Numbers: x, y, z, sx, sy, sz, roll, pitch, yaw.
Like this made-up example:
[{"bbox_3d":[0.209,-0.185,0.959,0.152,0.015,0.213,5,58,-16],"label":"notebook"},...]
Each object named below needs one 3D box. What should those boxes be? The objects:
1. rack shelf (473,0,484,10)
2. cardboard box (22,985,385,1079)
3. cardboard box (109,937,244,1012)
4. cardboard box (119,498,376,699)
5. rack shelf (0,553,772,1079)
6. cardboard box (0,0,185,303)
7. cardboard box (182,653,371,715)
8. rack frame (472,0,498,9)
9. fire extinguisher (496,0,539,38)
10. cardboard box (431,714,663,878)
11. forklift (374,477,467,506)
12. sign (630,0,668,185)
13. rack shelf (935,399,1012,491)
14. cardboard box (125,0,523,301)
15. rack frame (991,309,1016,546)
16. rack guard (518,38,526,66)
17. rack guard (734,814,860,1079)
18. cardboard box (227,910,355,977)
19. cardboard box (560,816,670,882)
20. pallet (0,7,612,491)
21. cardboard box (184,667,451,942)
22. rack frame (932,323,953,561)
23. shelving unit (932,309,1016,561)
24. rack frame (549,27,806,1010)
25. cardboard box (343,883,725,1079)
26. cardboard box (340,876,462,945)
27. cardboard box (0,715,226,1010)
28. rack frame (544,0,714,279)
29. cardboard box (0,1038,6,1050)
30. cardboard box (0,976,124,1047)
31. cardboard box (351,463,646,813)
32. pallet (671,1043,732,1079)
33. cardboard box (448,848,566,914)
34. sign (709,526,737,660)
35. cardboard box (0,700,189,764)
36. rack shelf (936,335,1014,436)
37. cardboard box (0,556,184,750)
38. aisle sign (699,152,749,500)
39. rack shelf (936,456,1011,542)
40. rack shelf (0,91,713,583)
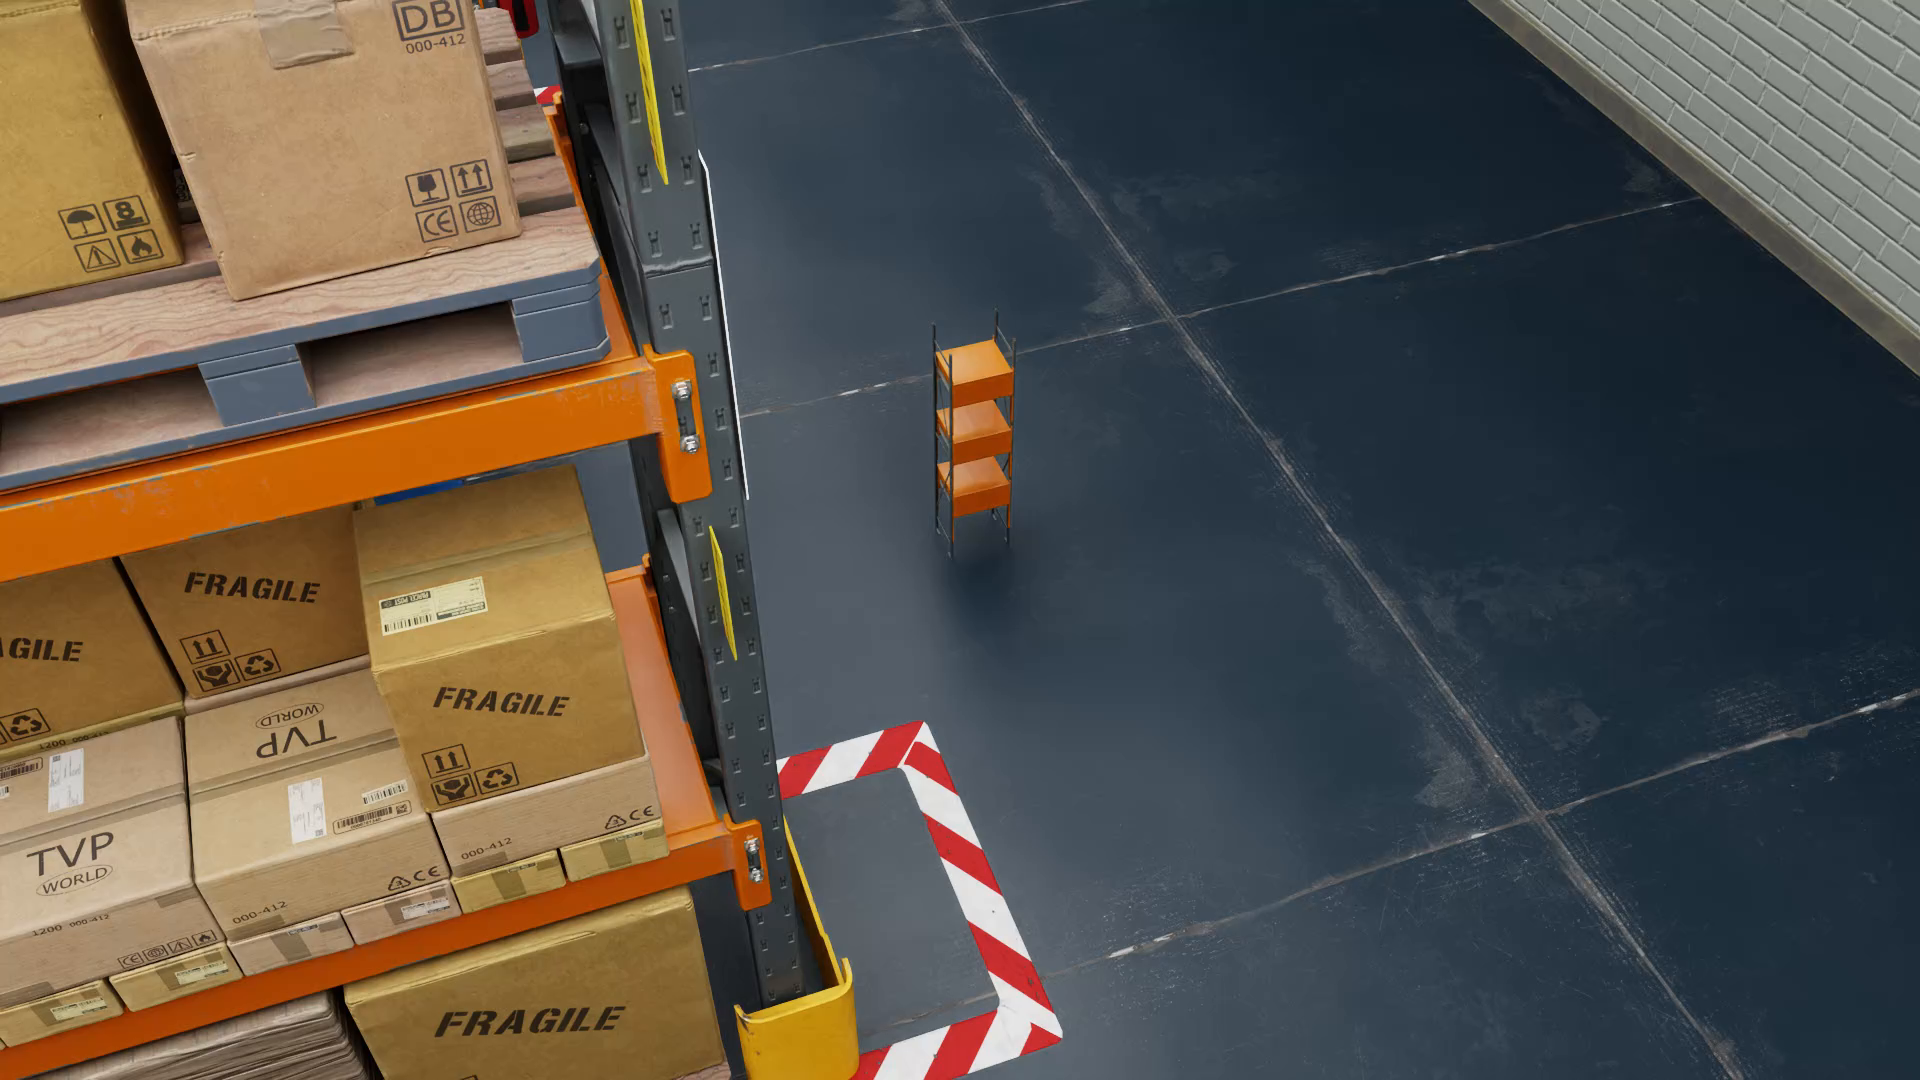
[{"bbox_3d":[-4.237,-2.322,7.455,4.000,0.370,1.077,-14,47,-14],"label":"rack shelf"},{"bbox_3d":[-2.105,1.270,4.570,0.875,0.875,0.875,-14,47,-14],"label":"cardboard box"},{"bbox_3d":[-1.858,0.883,3.930,0.250,0.149,0.380,-15,47,-15],"label":"cardboard box"},{"bbox_3d":[-1.688,-0.019,4.017,0.500,0.500,0.500,-15,47,-15],"label":"cardboard box"},{"bbox_3d":[-2.556,0.977,4.166,4.000,0.370,1.077,-14,47,-14],"label":"rack shelf"},{"bbox_3d":[-1.716,-0.820,2.894,0.500,0.500,0.700,-16,47,-15],"label":"cardboard box"},{"bbox_3d":[-1.704,0.255,4.274,0.500,0.250,0.500,-15,47,-14],"label":"cardboard box"},{"bbox_3d":[-2.356,-3.057,7.679,0.127,3.000,1.000,-14,47,-14],"label":"rack frame"},{"bbox_3d":[-2.060,-2.632,7.573,0.183,0.674,0.296,-14,47,-14],"label":"fire extinguisher"},{"bbox_3d":[-1.040,0.484,4.046,0.500,0.250,0.500,-15,47,-14],"label":"cardboard box"},{"bbox_3d":[-3.424,-0.771,5.450,3.031,2.935,1.130,-16,47,-15],"label":"forklift"},{"bbox_3d":[-0.503,-0.736,2.679,0.005,0.325,0.100,-14,47,-14],"label":"sign"},{"bbox_3d":[0.050,-0.376,6.398,0.240,0.259,0.215,-14,47,-14],"label":"rack shelf"},{"bbox_3d":[-1.145,-0.875,2.949,0.500,0.500,0.700,-17,48,-16],"label":"cardboard box"},{"bbox_3d":[0.165,-0.413,6.420,0.008,1.050,0.200,-14,47,-14],"label":"rack frame"},{"bbox_3d":[-2.338,-2.189,8.579,0.348,0.500,1.175,-14,47,-14],"label":"rack guard"},{"bbox_3d":[-0.652,1.119,5.282,0.348,0.500,1.175,-14,47,-14],"label":"rack guard"},{"bbox_3d":[-1.614,0.819,3.993,0.250,0.149,0.380,-14,47,-13],"label":"cardboard box"},{"bbox_3d":[-0.898,0.636,4.176,0.250,0.149,0.380,-14,47,-13],"label":"cardboard box"},{"bbox_3d":[-1.369,-0.600,3.175,1.213,0.211,1.003,-14,47,-14],"label":"pallet"},{"bbox_3d":[-1.518,0.605,3.925,0.500,0.250,0.500,-15,47,-15],"label":"cardboard box"},{"bbox_3d":[-0.064,-0.354,6.362,0.008,1.050,0.200,-14,47,-14],"label":"rack frame"},{"bbox_3d":[0.050,-0.383,6.391,0.252,1.050,0.215,-14,47,-14],"label":"shelving unit"},{"bbox_3d":[-0.674,0.242,4.391,0.127,3.000,1.000,-14,47,-14],"label":"rack frame"},{"bbox_3d":[-1.249,1.051,4.788,0.875,0.875,0.875,-14,47,-14],"label":"cardboard box"},{"bbox_3d":[-1.379,0.760,4.053,0.250,0.149,0.380,-14,47,-14],"label":"cardboard box"},{"bbox_3d":[-1.996,0.728,3.803,0.500,0.250,0.500,-16,47,-15],"label":"cardboard box"},{"bbox_3d":[-0.674,-1.875,2.266,0.127,3.000,1.000,-14,47,-14],"label":"rack frame"},{"bbox_3d":[-2.335,1.003,3.810,0.250,0.149,0.380,-13,47,-13],"label":"cardboard box"},{"bbox_3d":[-2.102,0.945,3.867,0.250,0.149,0.380,-14,47,-14],"label":"cardboard box"},{"bbox_3d":[-1.043,0.218,3.782,0.500,0.500,0.500,-14,47,-13],"label":"cardboard box"},{"bbox_3d":[-1.400,1.471,5.135,1.213,0.211,1.003,-14,47,-14],"label":"pallet"},{"bbox_3d":[-1.142,0.700,4.112,0.250,0.149,0.380,-14,47,-13],"label":"cardboard box"},{"bbox_3d":[-0.503,0.115,3.533,0.005,0.325,0.100,-14,47,-14],"label":"sign"},{"bbox_3d":[-2.178,0.374,4.156,0.500,0.250,0.500,-16,47,-15],"label":"cardboard box"},{"bbox_3d":[0.050,-0.576,6.197,0.240,0.259,0.215,-14,47,-14],"label":"rack shelf"},{"bbox_3d":[-2.173,0.110,3.889,0.500,0.500,0.500,-16,47,-15],"label":"cardboard box"},{"bbox_3d":[-0.505,-0.493,3.288,0.004,0.787,0.394,-14,47,-14],"label":"aisle sign"},{"bbox_3d":[0.050,-0.180,6.595,0.240,0.259,0.215,-14,47,-14],"label":"rack shelf"},{"bbox_3d":[-2.556,-0.082,3.104,4.000,0.370,1.077,-14,47,-14],"label":"rack shelf"}]
